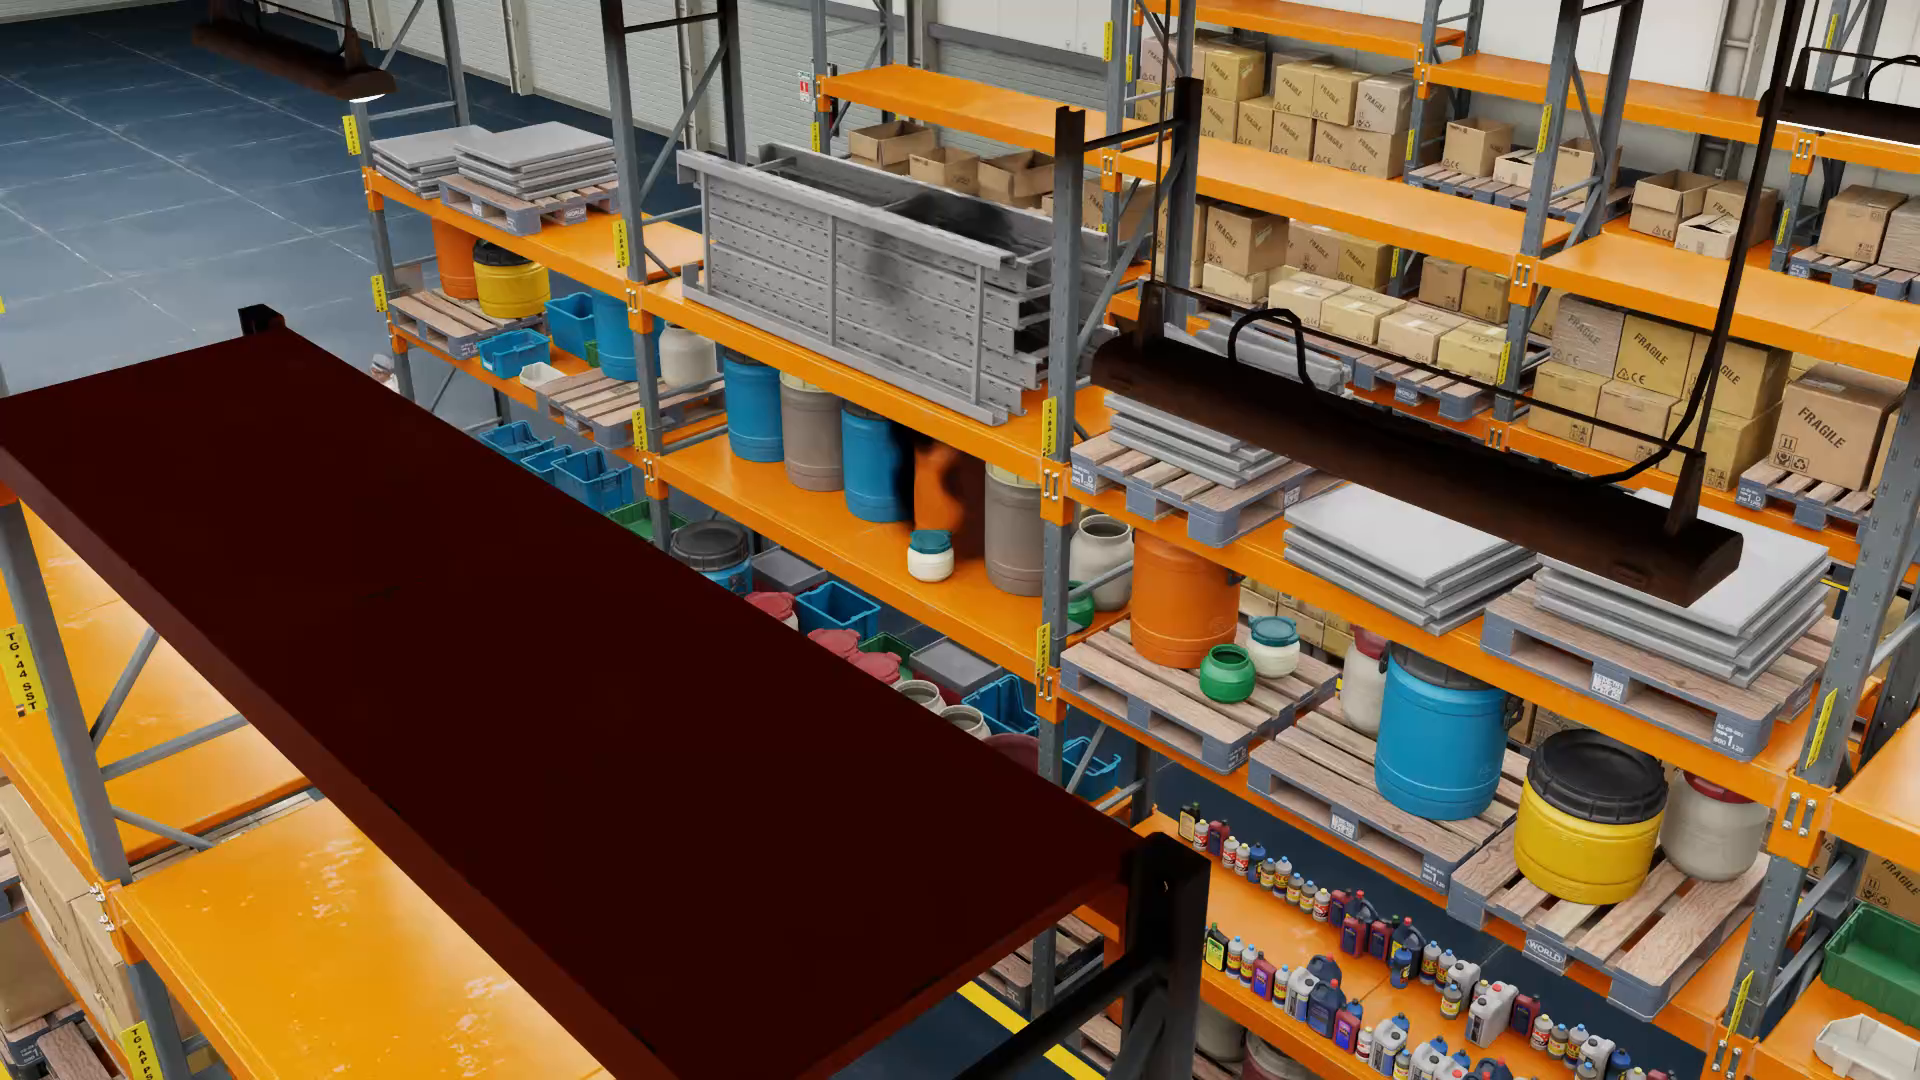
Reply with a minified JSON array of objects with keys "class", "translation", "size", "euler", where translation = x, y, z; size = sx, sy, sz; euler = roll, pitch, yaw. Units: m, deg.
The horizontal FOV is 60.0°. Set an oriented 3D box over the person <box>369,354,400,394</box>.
[{"class":"person","translation":[-5.721,-1.051,16.958],"size":[0.850,1.808,0.677],"euler":[-2,28,-4]}]
